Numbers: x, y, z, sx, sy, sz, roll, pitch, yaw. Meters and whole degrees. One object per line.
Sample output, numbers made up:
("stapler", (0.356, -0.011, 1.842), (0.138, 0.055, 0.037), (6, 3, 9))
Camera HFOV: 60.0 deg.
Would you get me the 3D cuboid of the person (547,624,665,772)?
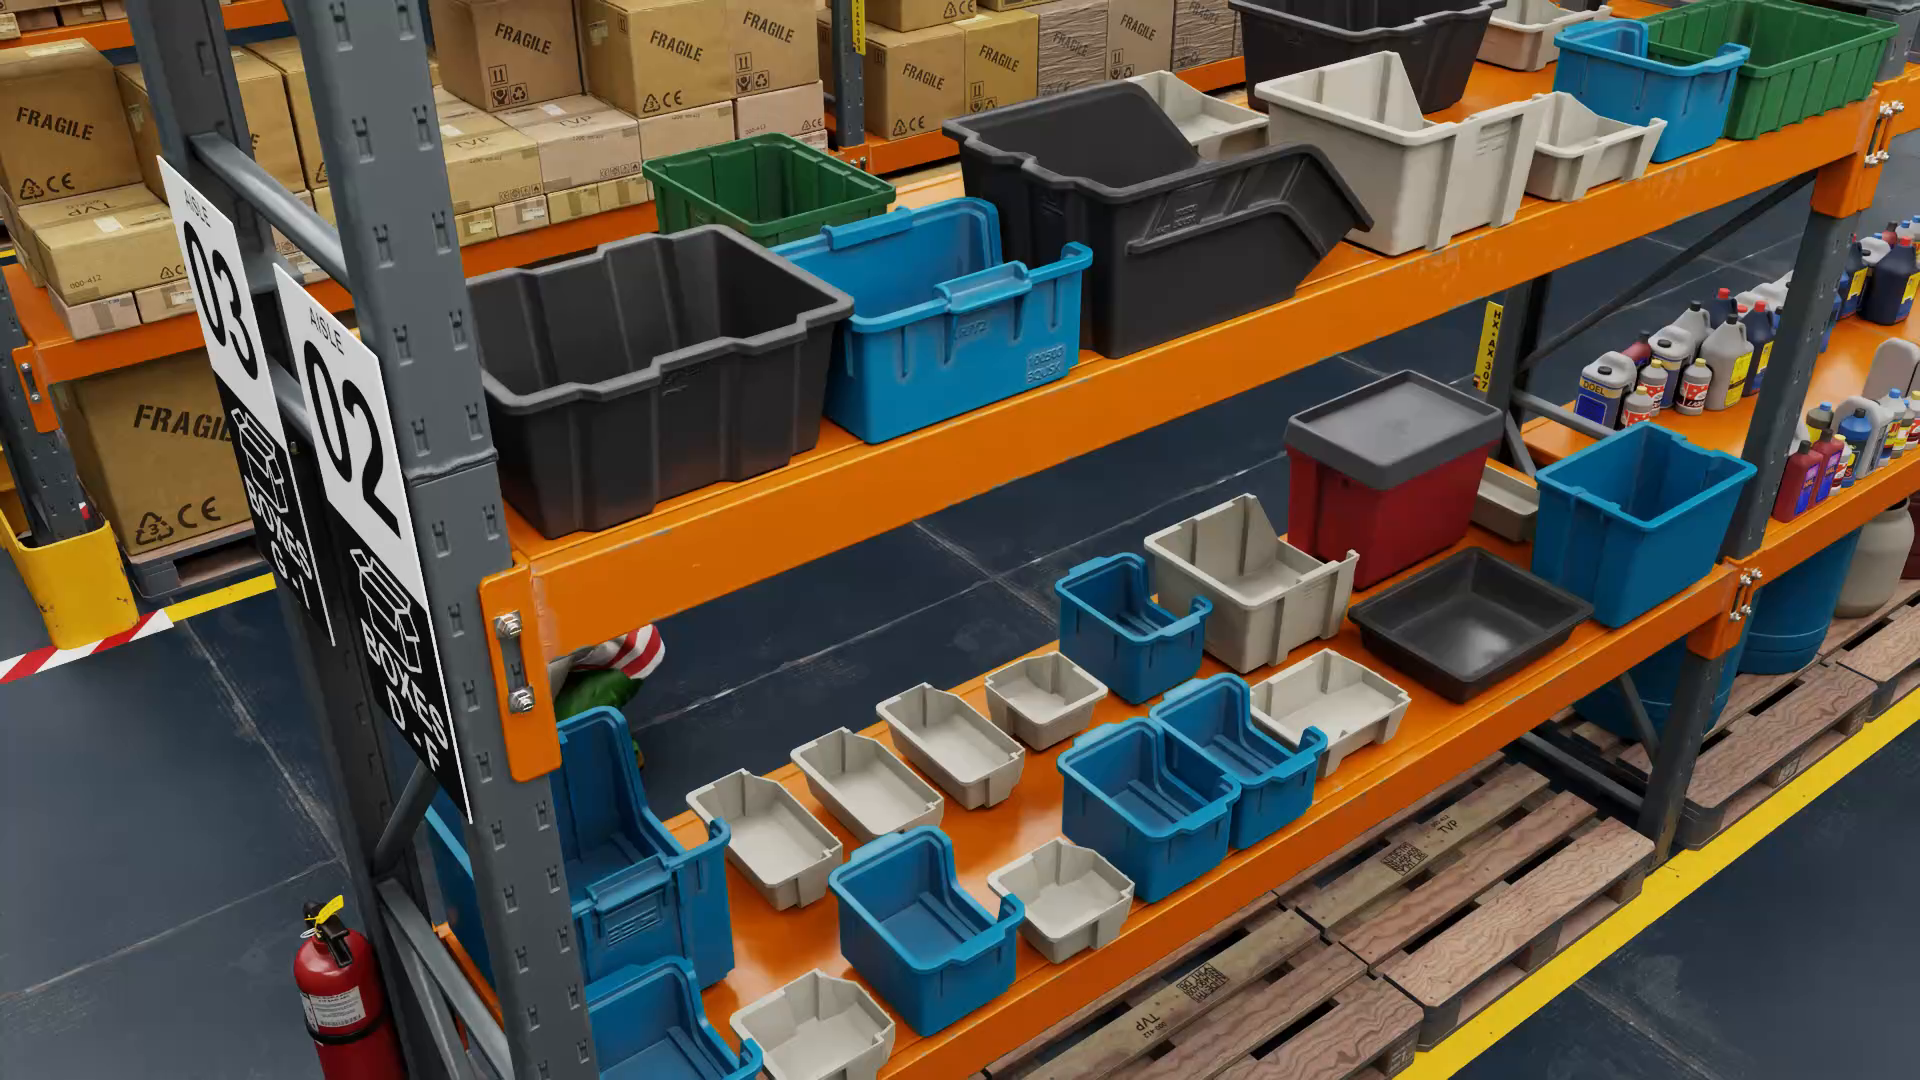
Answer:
("person", (-1.510, 0.487, 6.086), (0.886, 1.000, 0.548), (-23, 39, -32))
